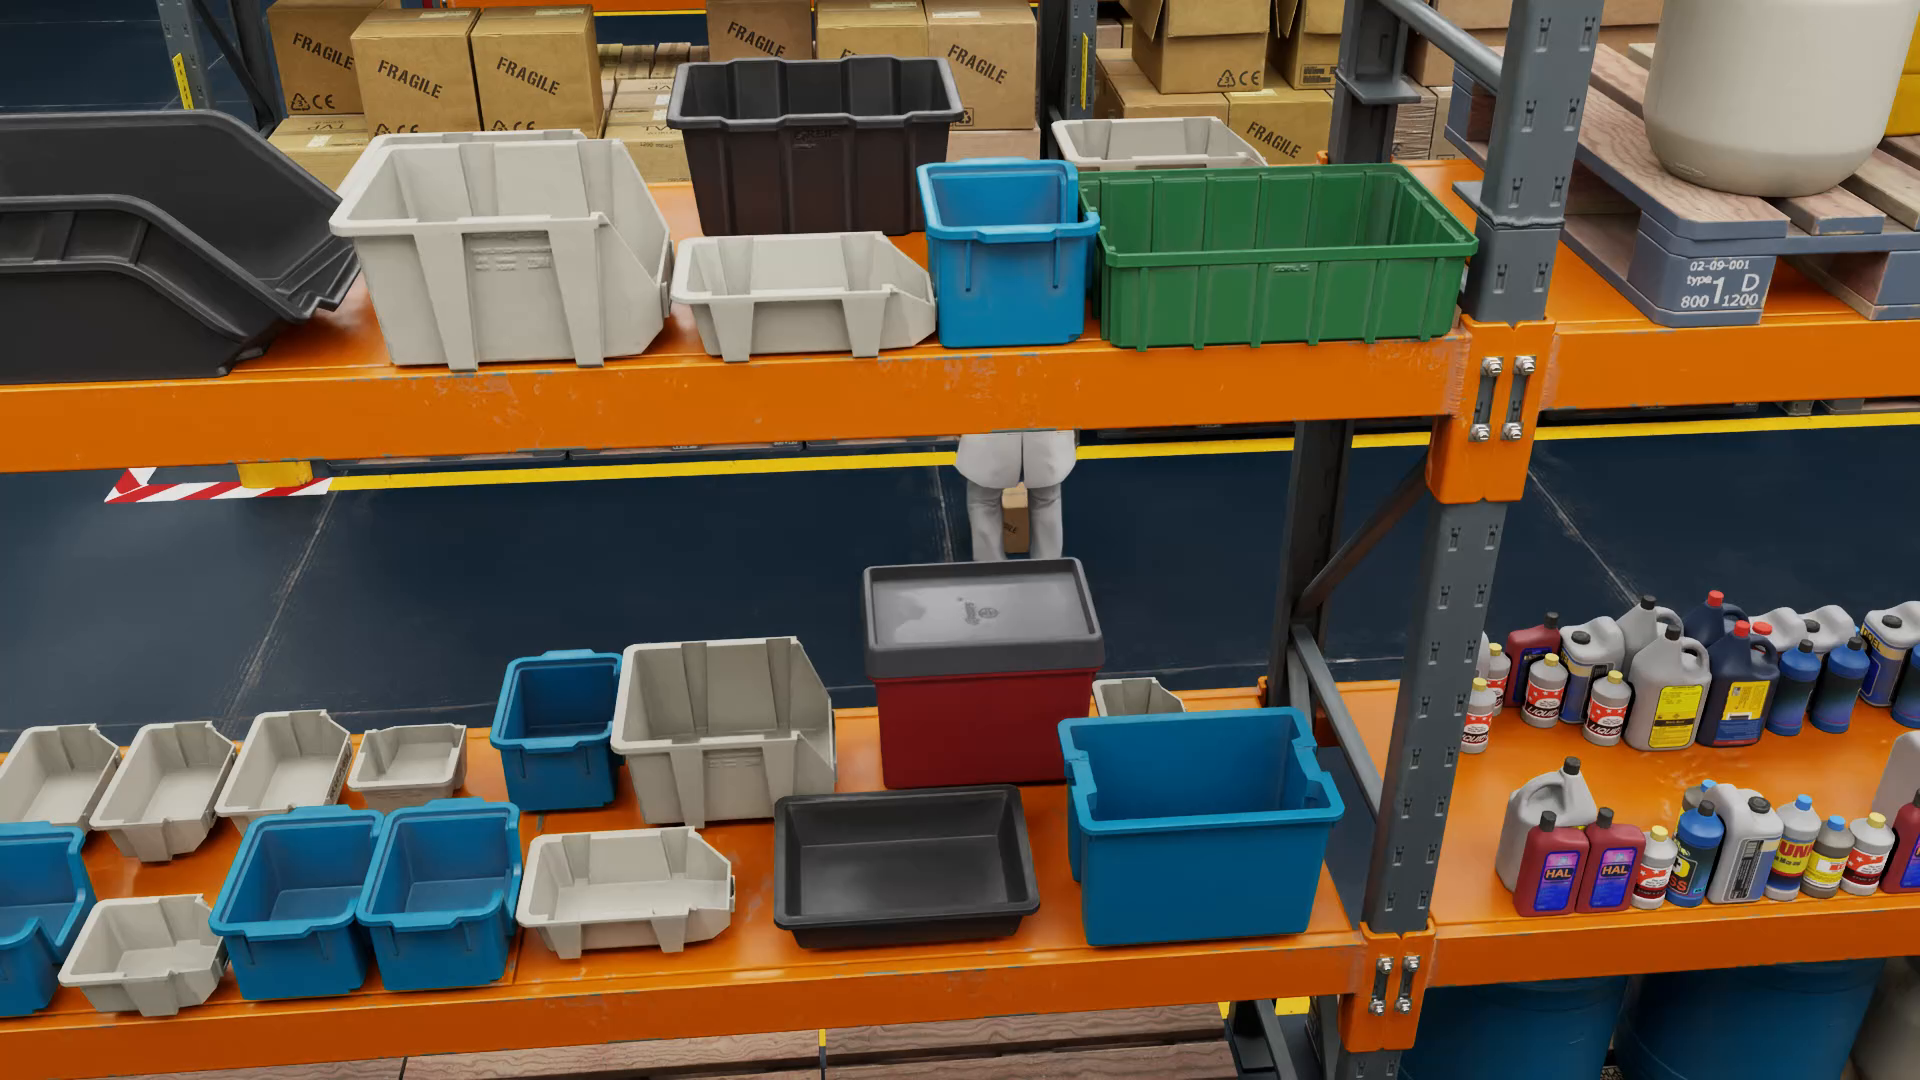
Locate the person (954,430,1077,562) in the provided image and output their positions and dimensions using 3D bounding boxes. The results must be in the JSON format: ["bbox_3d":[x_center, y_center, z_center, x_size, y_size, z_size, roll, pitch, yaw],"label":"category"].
[{"bbox_3d":[0.220,-0.489,7.007,0.575,1.753,0.389,-2,31,-3],"label":"person"}]
